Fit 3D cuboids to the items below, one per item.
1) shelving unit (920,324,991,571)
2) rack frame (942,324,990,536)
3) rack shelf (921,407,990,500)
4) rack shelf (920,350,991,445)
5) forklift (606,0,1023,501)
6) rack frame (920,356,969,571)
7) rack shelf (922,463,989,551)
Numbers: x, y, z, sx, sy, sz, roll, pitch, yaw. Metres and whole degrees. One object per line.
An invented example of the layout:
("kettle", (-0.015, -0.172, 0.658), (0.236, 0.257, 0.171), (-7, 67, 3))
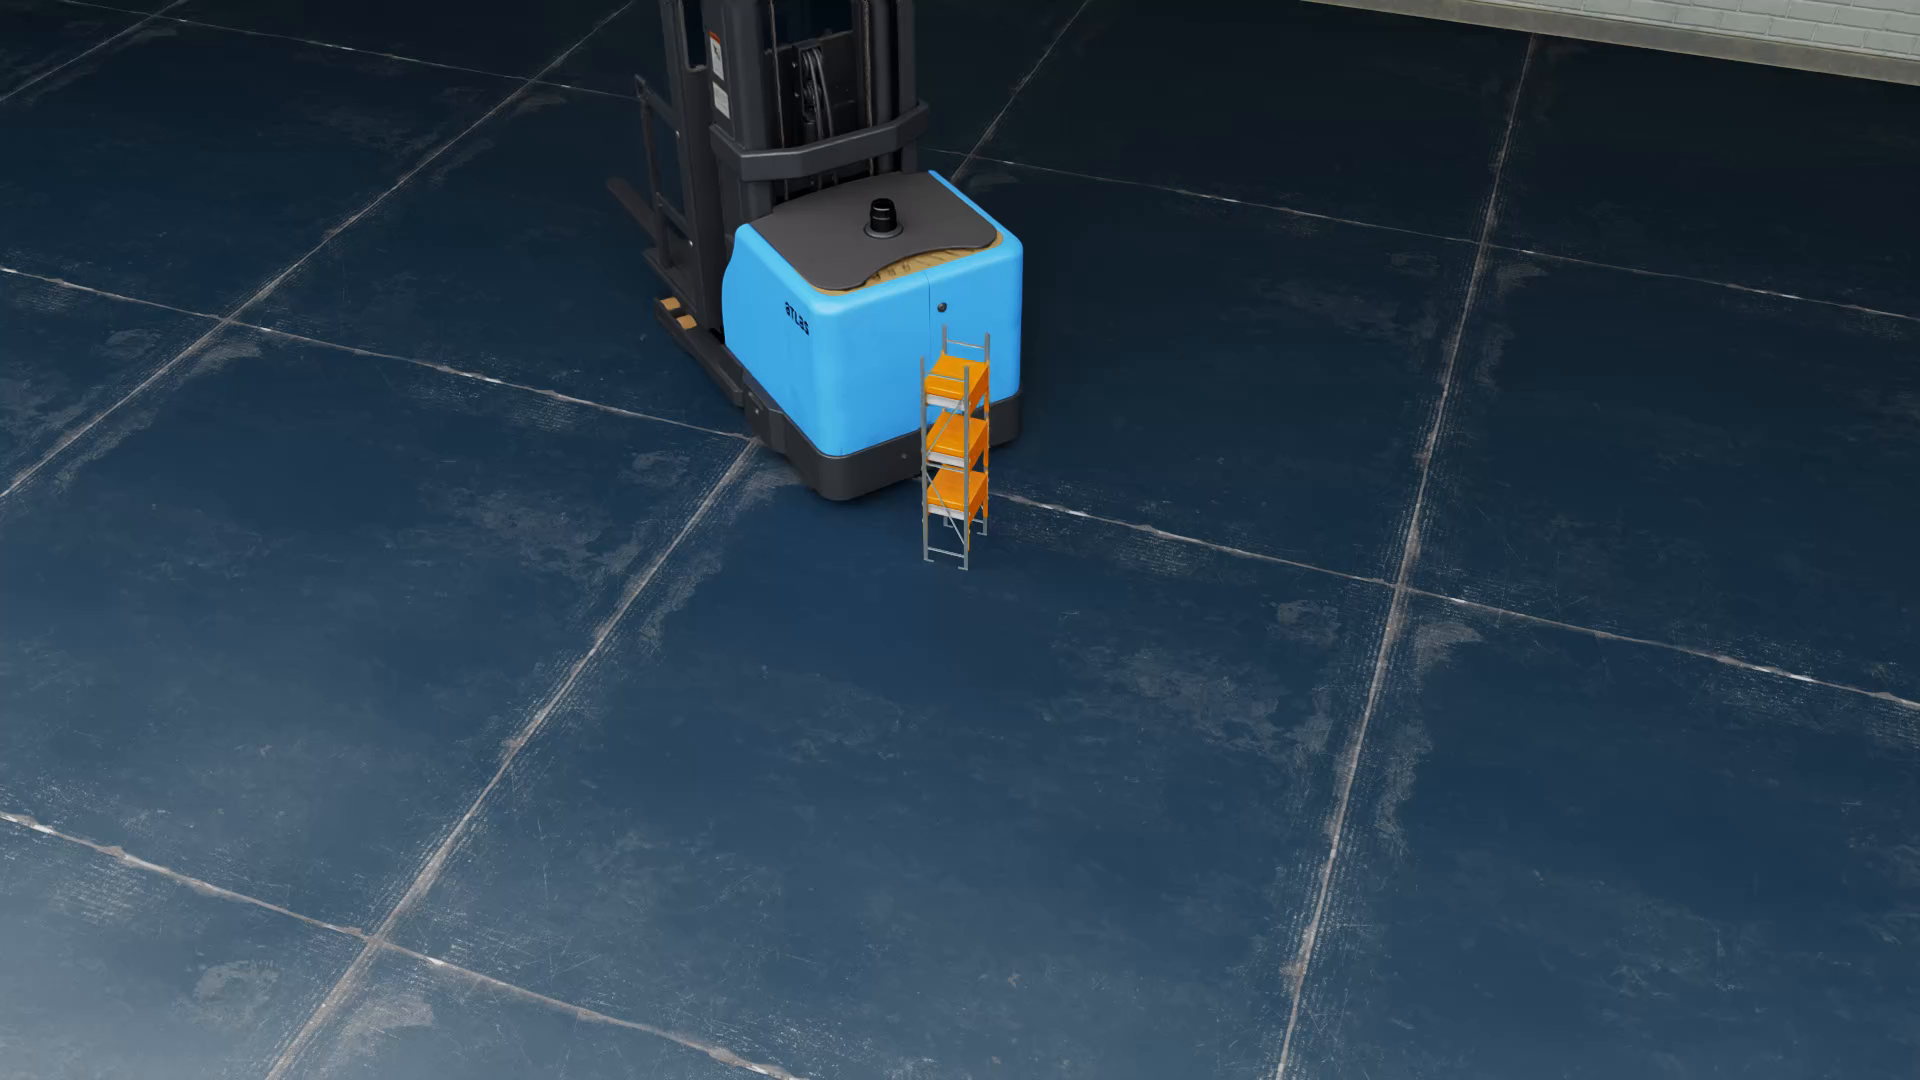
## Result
("shelving unit", (-0.018, -0.367, 6.871), (0.215, 1.050, 0.252), (13, 42, 15))
("rack frame", (0.023, -0.441, 6.958), (0.200, 1.050, 0.008), (13, 42, 15))
("rack shelf", (-0.018, -0.359, 6.878), (0.215, 0.259, 0.240), (13, 42, 15))
("rack shelf", (-0.018, -0.575, 6.694), (0.215, 0.259, 0.240), (13, 42, 15))
("forklift", (-0.904, -2.223, 7.597), (1.130, 2.935, 3.031), (-21, 45, -23))
("rack frame", (-0.060, -0.292, 6.784), (0.200, 1.050, 0.008), (13, 42, 15))
("rack shelf", (-0.018, -0.147, 7.058), (0.215, 0.259, 0.240), (13, 42, 15))
